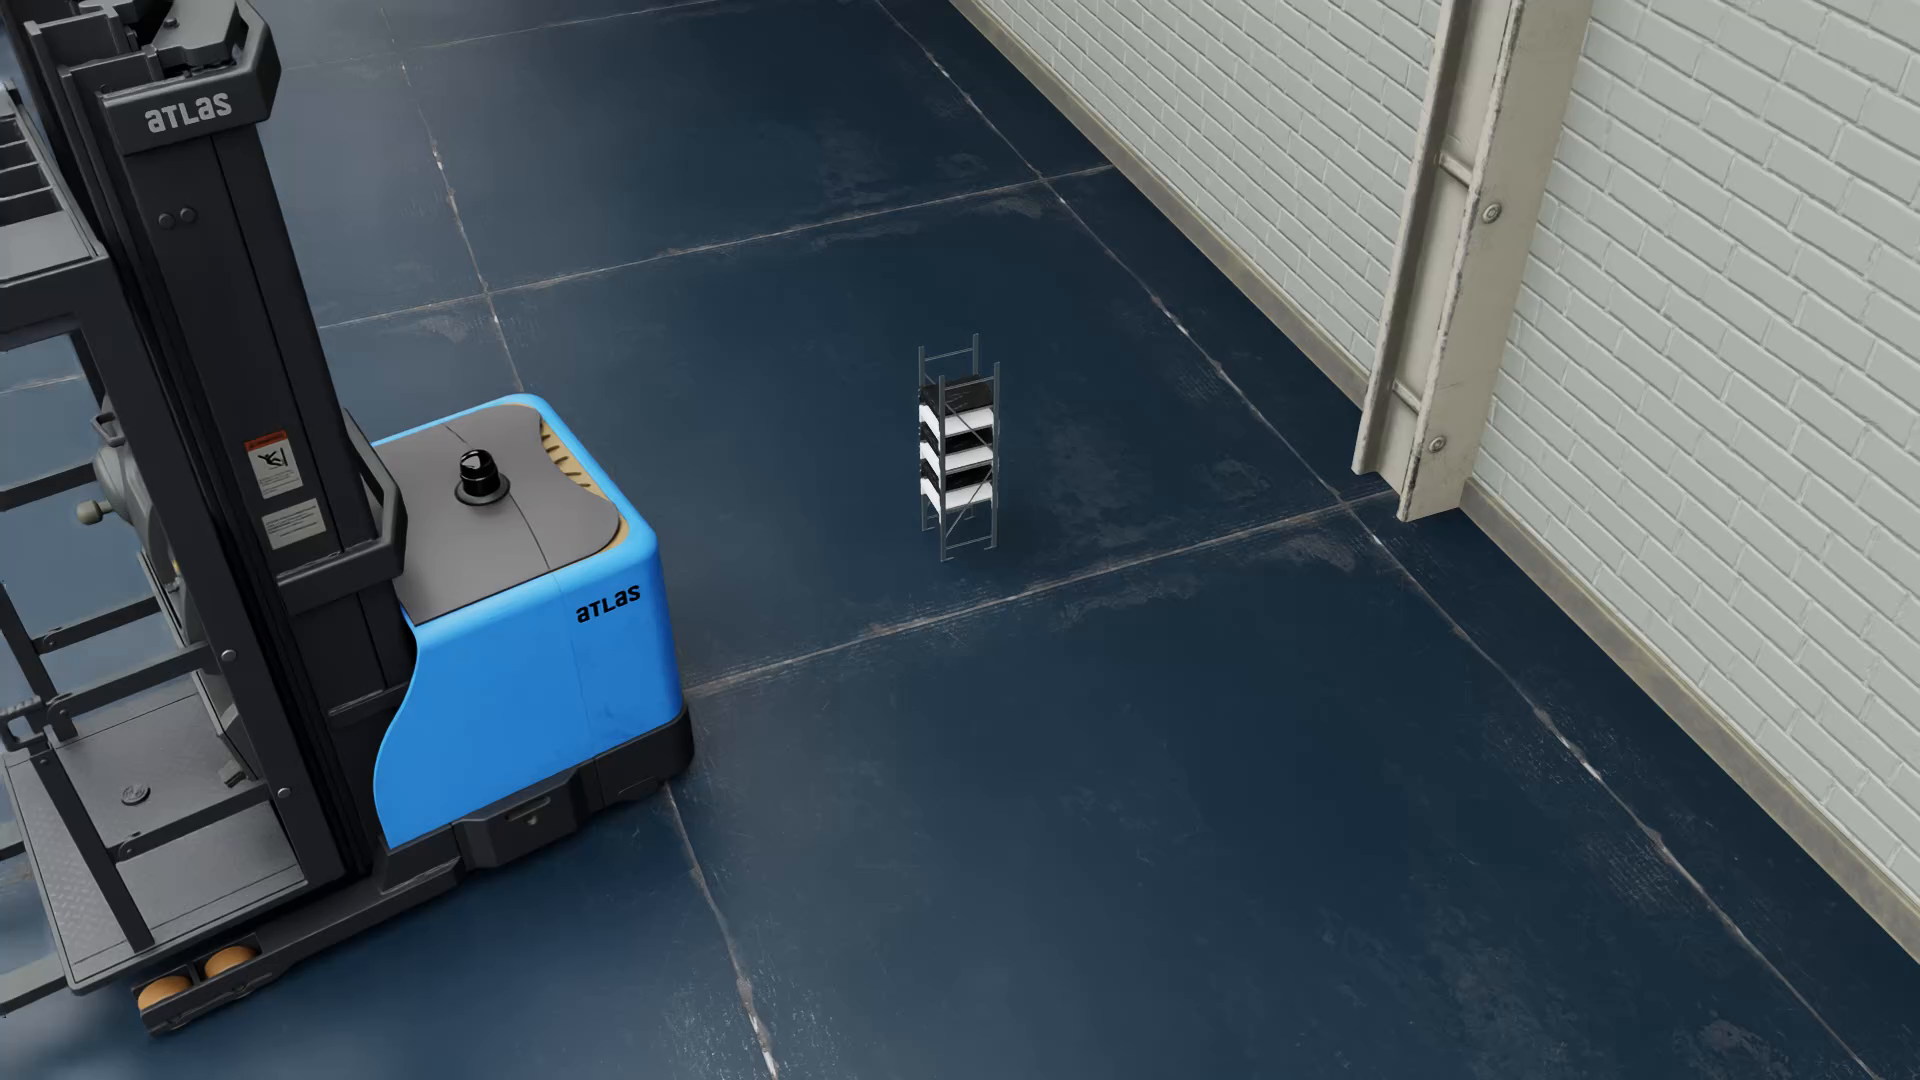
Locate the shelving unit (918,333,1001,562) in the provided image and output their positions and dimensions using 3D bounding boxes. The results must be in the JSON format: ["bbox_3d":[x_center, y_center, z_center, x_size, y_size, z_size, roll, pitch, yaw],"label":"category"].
[{"bbox_3d":[-0.003,-0.346,6.462,0.258,0.900,0.210,-15,43,-17],"label":"shelving unit"}]

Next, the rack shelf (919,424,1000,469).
[{"bbox_3d":[-0.003,-0.389,6.425,0.258,0.077,0.200,-15,43,-17],"label":"rack shelf"}]

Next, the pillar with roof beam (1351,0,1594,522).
[{"bbox_3d":[-2.090,-2.567,2.833,9.100,9.000,0.400,-15,43,-17],"label":"pillar with roof beam"}]

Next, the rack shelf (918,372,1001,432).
[{"bbox_3d":[-0.003,-0.526,6.308,0.258,0.077,0.200,-15,43,-17],"label":"rack shelf"}]

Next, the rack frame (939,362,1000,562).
[{"bbox_3d":[0.036,-0.285,6.391,0.240,0.900,0.006,-15,43,-17],"label":"rack frame"}]

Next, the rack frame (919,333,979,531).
[{"bbox_3d":[-0.042,-0.407,6.534,0.240,0.900,0.006,-15,43,-17],"label":"rack frame"}]

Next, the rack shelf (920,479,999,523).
[{"bbox_3d":[-0.003,-0.184,6.601,0.258,0.077,0.200,-15,43,-17],"label":"rack shelf"}]

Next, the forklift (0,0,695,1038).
[{"bbox_3d":[-2.429,-0.026,4.532,3.031,2.935,1.130,-24,46,-25],"label":"forklift"}]

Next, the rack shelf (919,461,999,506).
[{"bbox_3d":[-0.003,-0.253,6.543,0.258,0.077,0.200,-15,43,-17],"label":"rack shelf"}]

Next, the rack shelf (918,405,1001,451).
[{"bbox_3d":[-0.003,-0.457,6.367,0.258,0.077,0.200,-15,43,-17],"label":"rack shelf"}]

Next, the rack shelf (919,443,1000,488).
[{"bbox_3d":[-0.003,-0.321,6.484,0.258,0.077,0.200,-15,43,-17],"label":"rack shelf"}]
